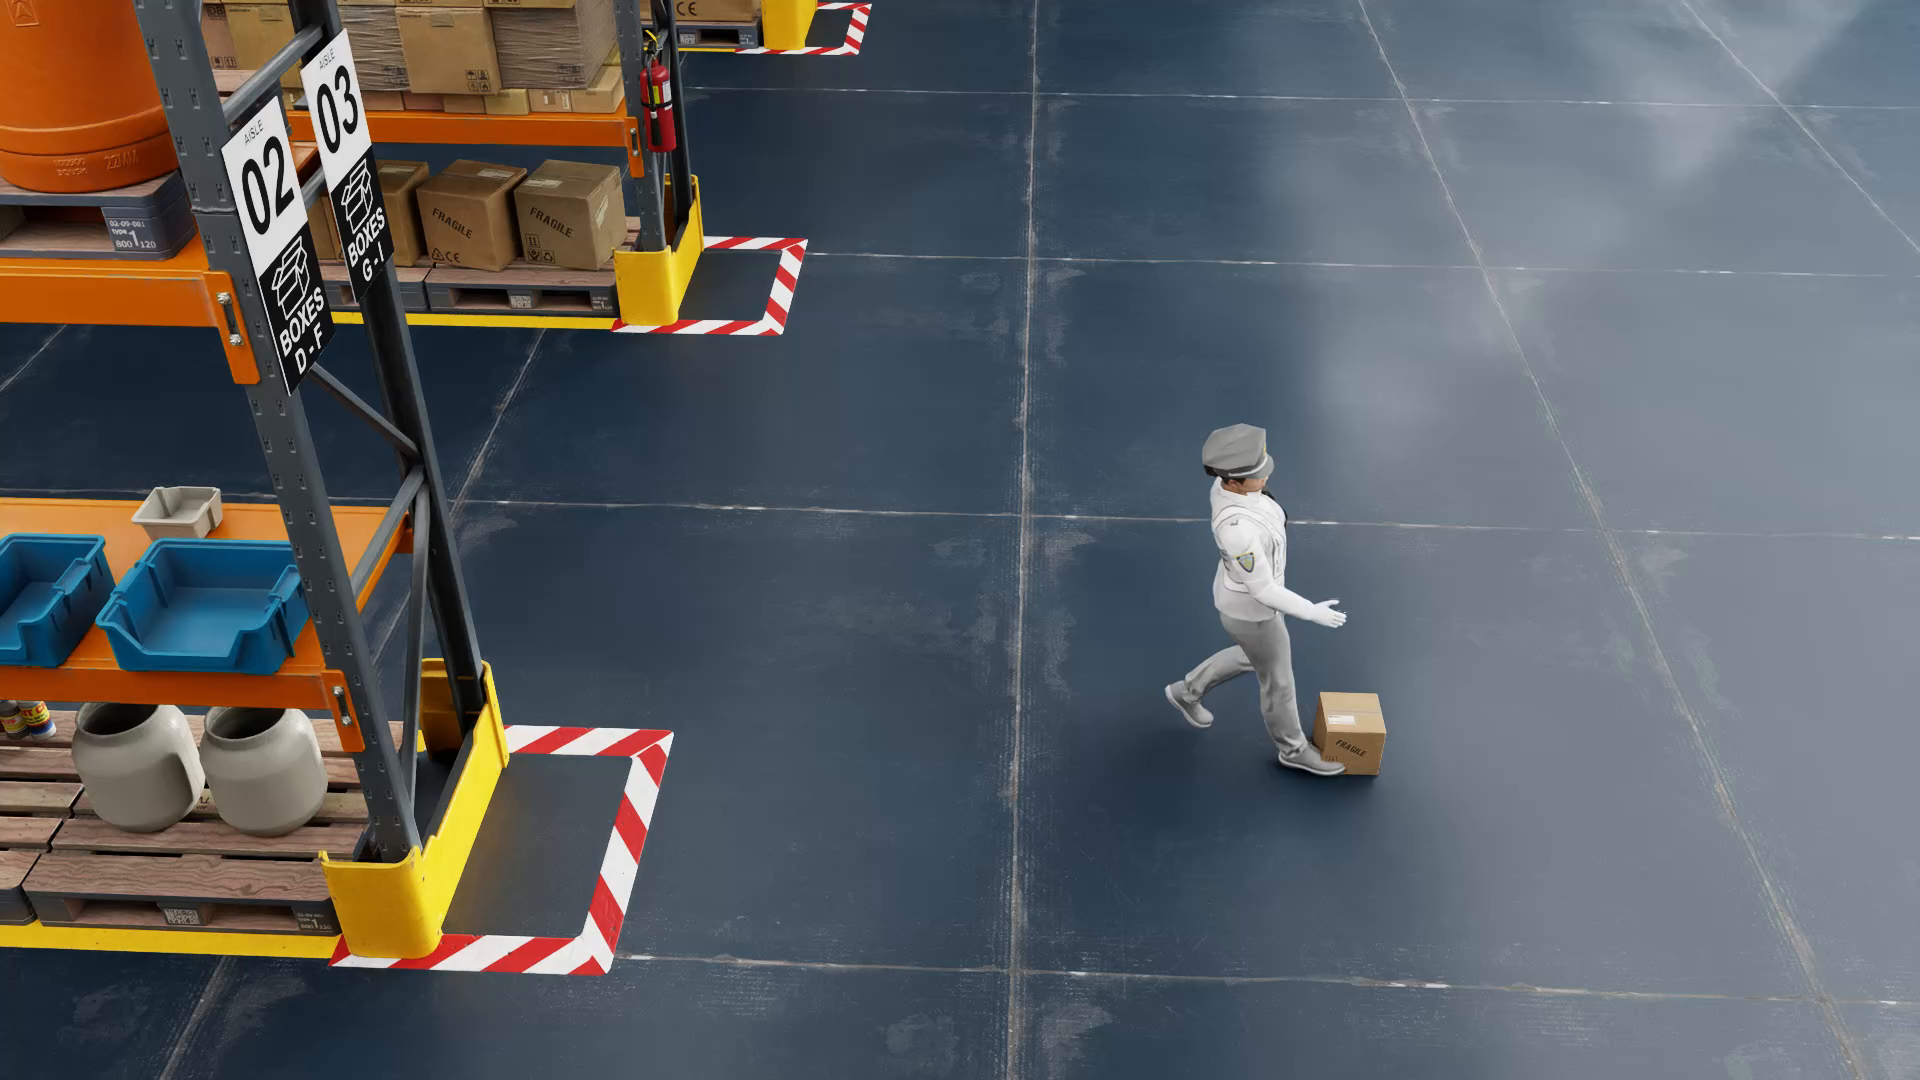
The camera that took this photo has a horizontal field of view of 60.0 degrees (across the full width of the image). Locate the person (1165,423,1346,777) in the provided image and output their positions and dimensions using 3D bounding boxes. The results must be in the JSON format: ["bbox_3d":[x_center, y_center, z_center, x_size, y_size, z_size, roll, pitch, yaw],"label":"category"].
[{"bbox_3d":[1.272,0.253,6.763,0.793,1.622,0.561,4,36,6],"label":"person"}]
